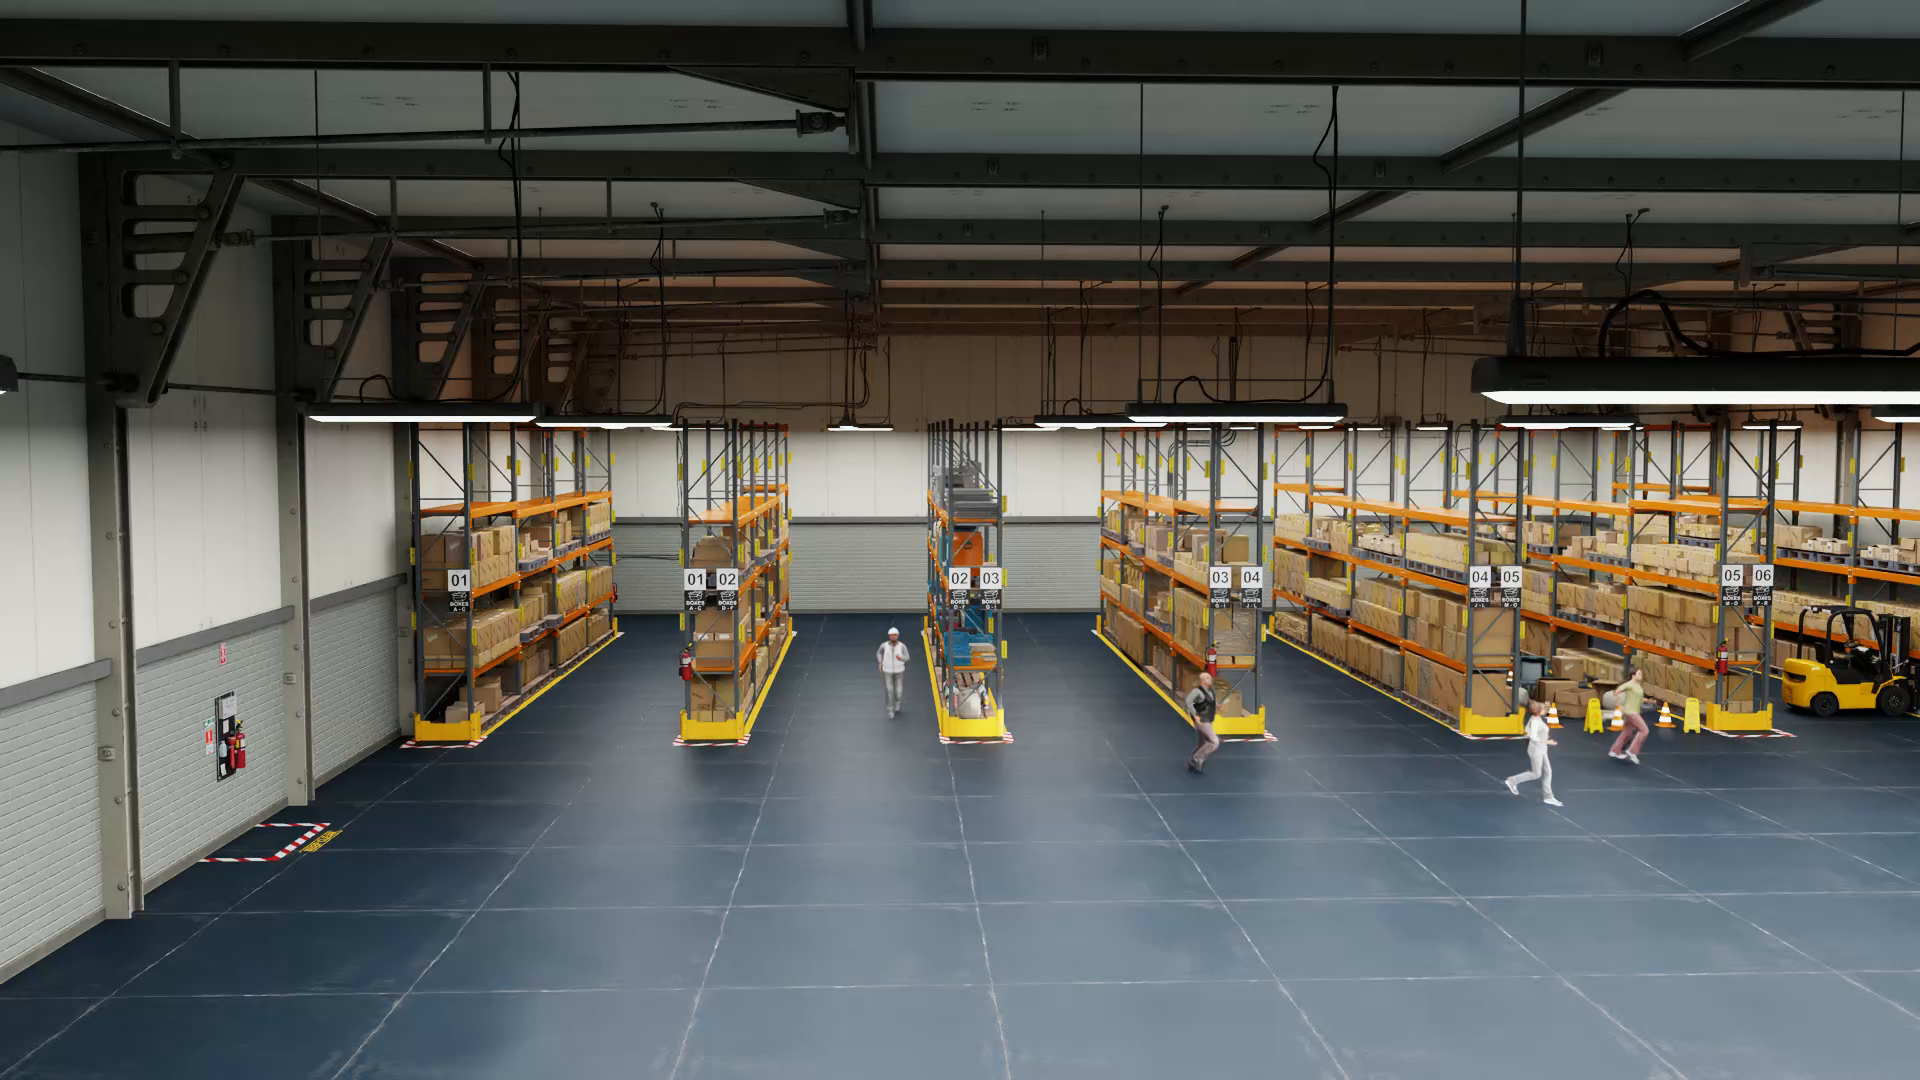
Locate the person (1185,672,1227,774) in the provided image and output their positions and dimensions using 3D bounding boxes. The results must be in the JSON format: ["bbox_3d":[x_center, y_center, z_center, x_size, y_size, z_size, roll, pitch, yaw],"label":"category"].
[{"bbox_3d":[4.156,3.076,28.004,0.660,1.702,0.636,2,4,29],"label":"person"}]

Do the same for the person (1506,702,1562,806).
[{"bbox_3d":[8.869,3.284,25.650,0.839,1.591,0.538,2,4,26],"label":"person"}]

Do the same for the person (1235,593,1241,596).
[{"bbox_3d":[7.698,1.911,46.830,0.721,1.635,0.747,1,4,12],"label":"person"}]

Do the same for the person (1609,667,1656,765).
[{"bbox_3d":[11.678,3.040,28.876,0.773,1.687,0.544,3,5,37],"label":"person"}]

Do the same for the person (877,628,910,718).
[{"bbox_3d":[-1.345,2.658,33.649,0.654,1.763,0.966,0,4,-4],"label":"person"}]
